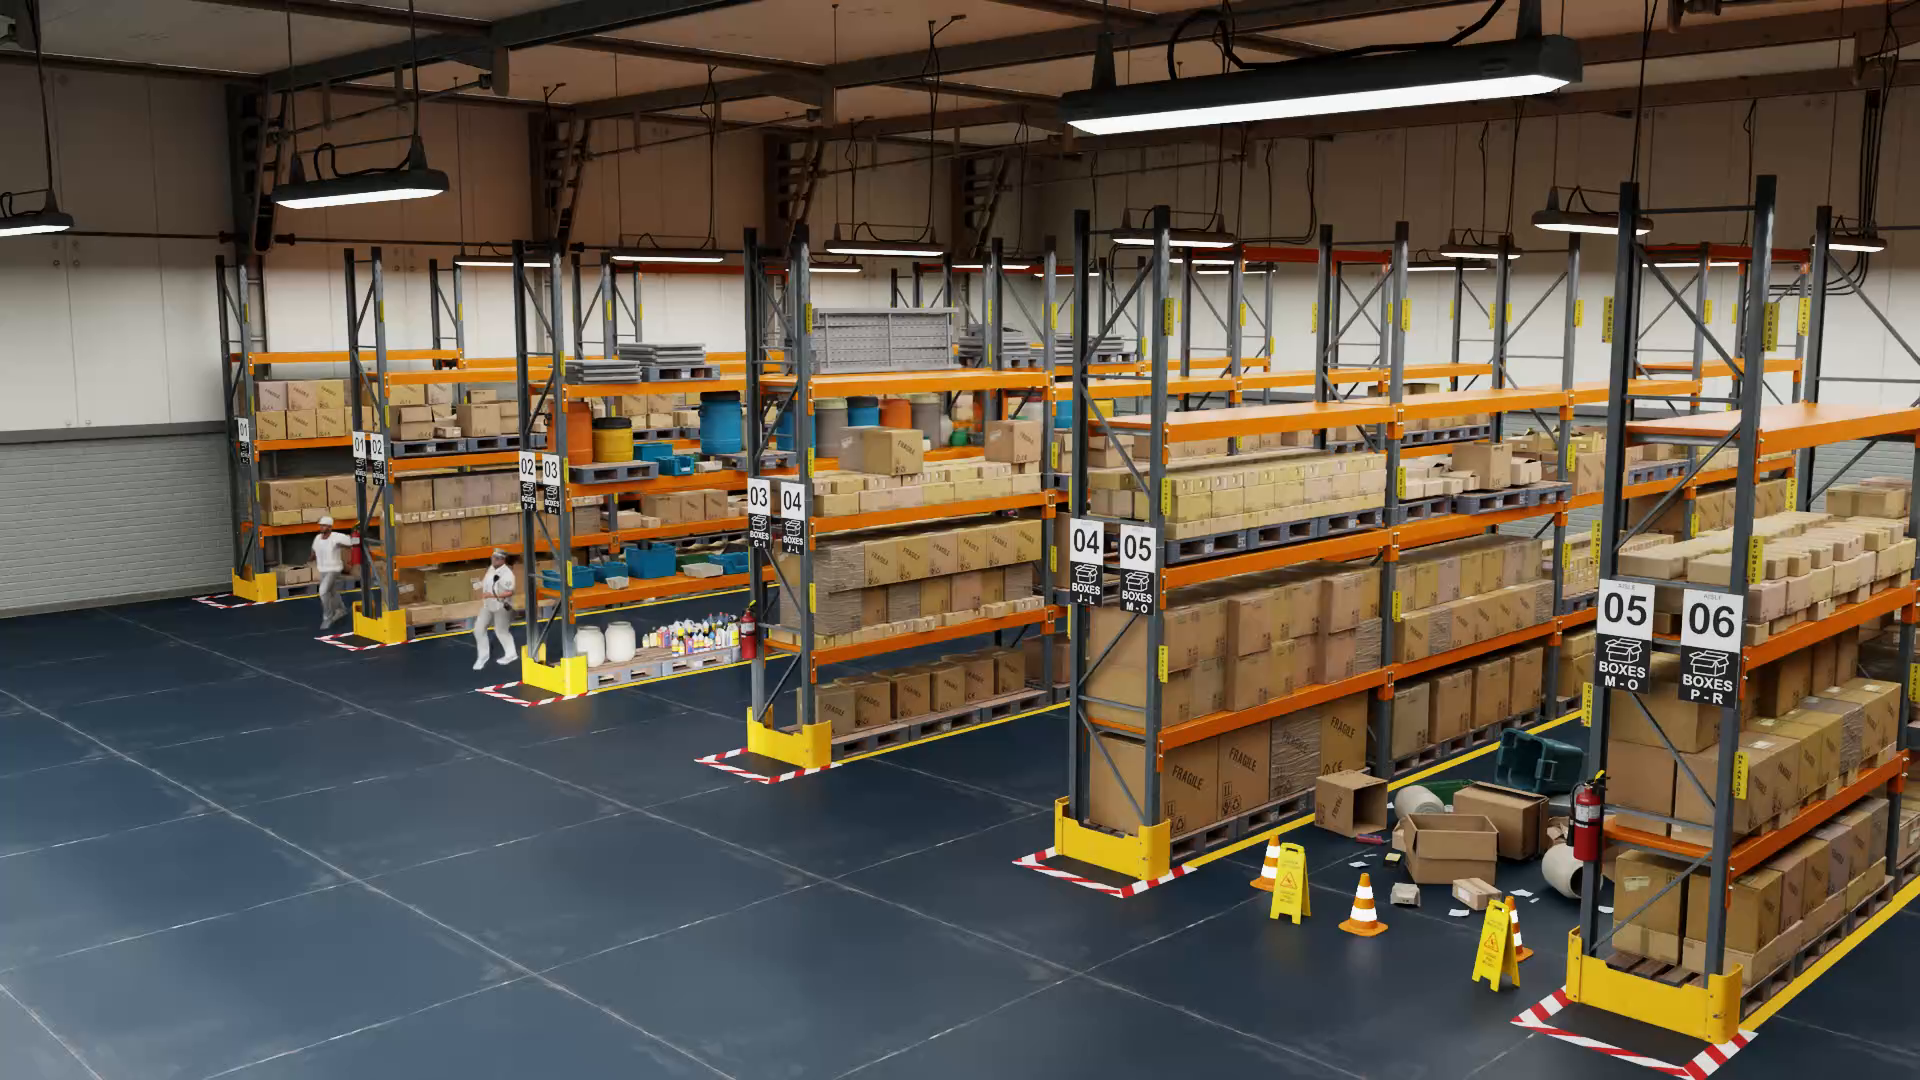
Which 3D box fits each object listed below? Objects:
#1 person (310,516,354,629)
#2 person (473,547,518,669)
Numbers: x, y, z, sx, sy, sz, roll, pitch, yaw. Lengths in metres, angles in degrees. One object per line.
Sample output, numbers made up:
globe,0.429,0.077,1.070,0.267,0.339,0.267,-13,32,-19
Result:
person,-10.098,0.518,26.784,0.792,1.836,0.711,4,9,26
person,-6.561,0.978,23.663,0.678,1.801,0.718,5,10,32
